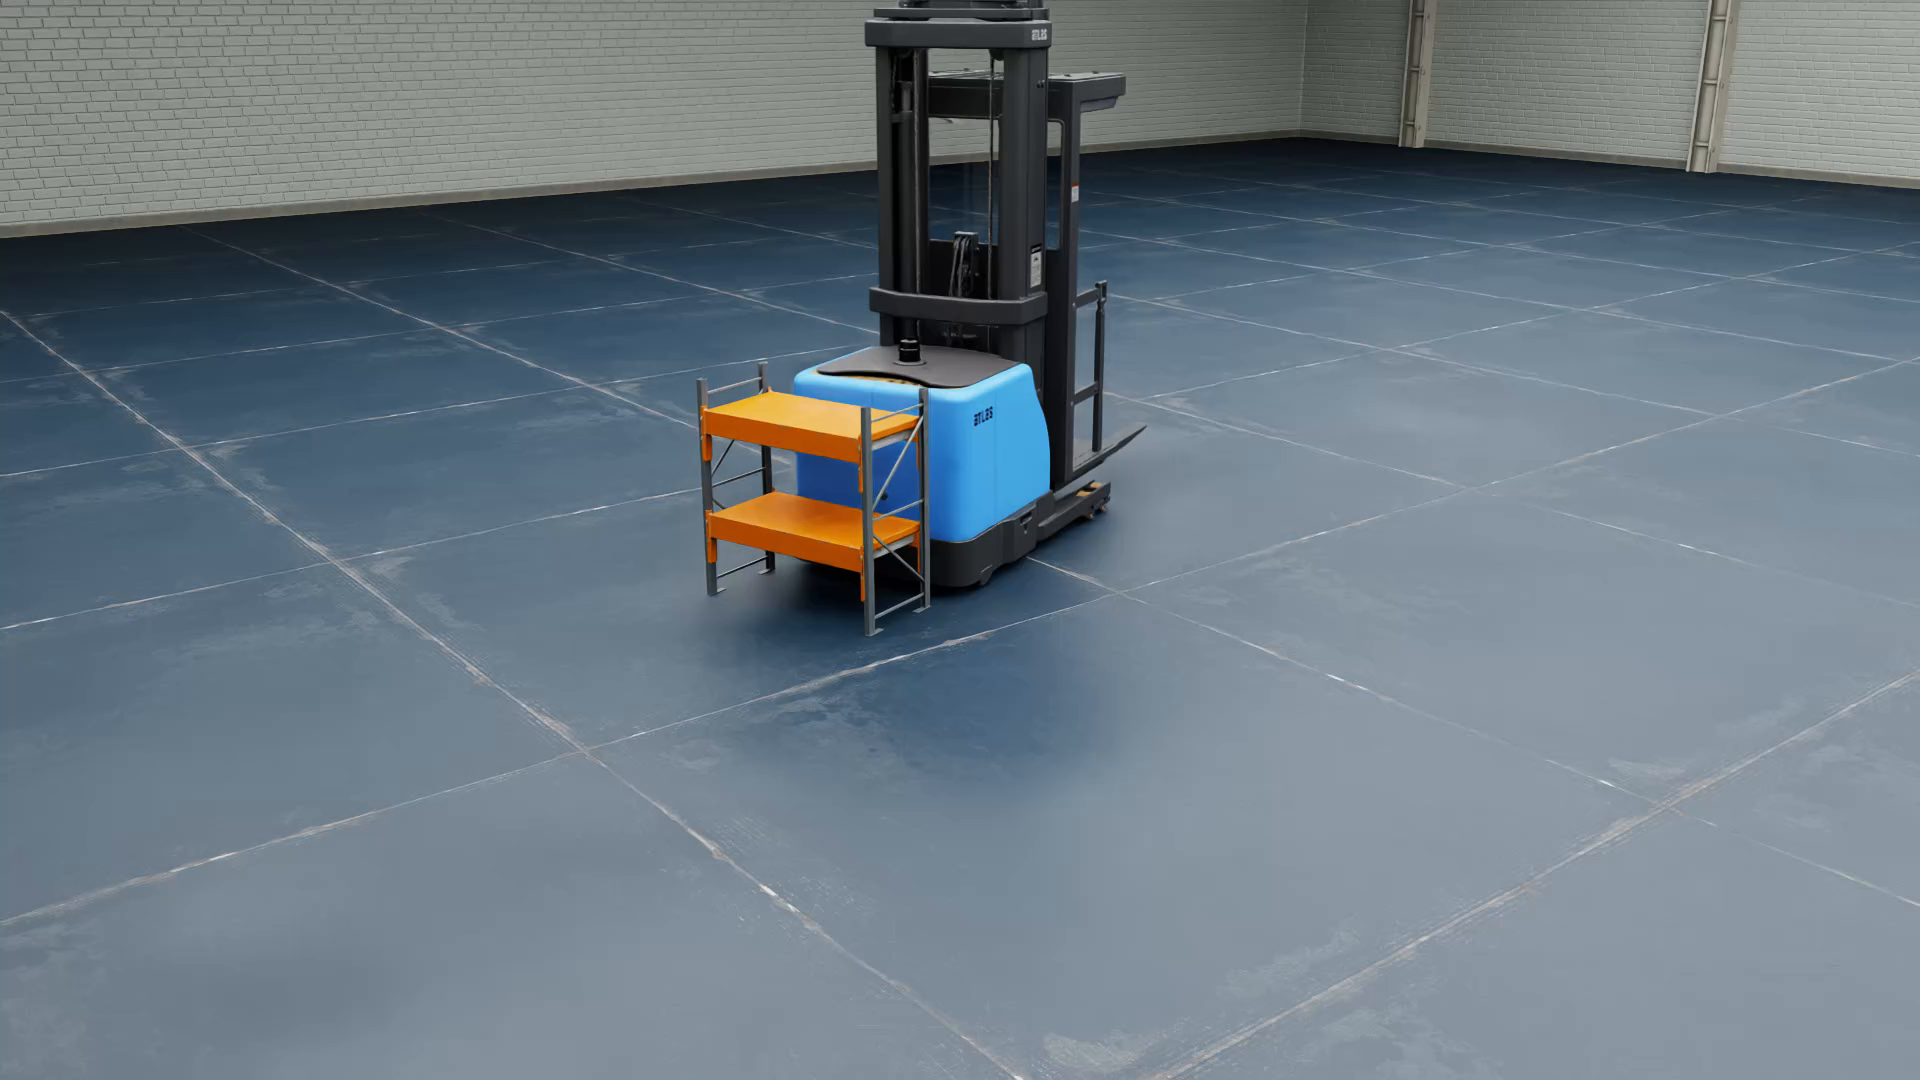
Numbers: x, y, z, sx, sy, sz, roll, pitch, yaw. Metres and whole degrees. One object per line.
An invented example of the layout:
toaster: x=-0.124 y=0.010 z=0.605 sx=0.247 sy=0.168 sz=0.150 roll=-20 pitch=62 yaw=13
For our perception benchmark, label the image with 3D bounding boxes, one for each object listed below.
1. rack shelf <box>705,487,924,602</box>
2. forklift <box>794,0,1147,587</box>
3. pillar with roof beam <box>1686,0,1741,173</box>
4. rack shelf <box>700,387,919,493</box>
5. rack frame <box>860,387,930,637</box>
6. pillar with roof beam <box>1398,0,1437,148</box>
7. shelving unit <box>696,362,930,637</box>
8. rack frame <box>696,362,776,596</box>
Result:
rack shelf: x=-0.722 y=0.006 z=8.332 sx=1.000 sy=0.278 sz=0.538 roll=12 pitch=22 yaw=33
forklift: x=0.247 y=-1.571 z=9.444 sx=1.130 sy=2.935 sz=3.031 roll=9 pitch=20 yaw=26
pillar with roof beam: x=9.247 y=-9.707 z=24.361 sx=9.100 sy=9.000 sz=0.400 roll=-14 pitch=23 yaw=-36
rack shelf: x=-0.722 y=-0.504 z=8.163 sx=1.000 sy=0.278 sz=0.538 roll=12 pitch=22 yaw=33
rack frame: x=-0.303 y=-0.135 z=7.982 sx=0.032 sy=1.125 sz=0.500 roll=12 pitch=22 yaw=33
pillar with roof beam: x=5.521 y=-11.185 z=28.826 sx=9.100 sy=9.000 sz=0.400 roll=-14 pitch=23 yaw=-36
shelving unit: x=-0.722 y=-0.226 z=8.255 sx=1.048 sy=1.125 sz=0.538 roll=12 pitch=22 yaw=33
rack frame: x=-1.141 y=-0.316 z=8.529 sx=0.032 sy=1.125 sz=0.500 roll=12 pitch=22 yaw=33
